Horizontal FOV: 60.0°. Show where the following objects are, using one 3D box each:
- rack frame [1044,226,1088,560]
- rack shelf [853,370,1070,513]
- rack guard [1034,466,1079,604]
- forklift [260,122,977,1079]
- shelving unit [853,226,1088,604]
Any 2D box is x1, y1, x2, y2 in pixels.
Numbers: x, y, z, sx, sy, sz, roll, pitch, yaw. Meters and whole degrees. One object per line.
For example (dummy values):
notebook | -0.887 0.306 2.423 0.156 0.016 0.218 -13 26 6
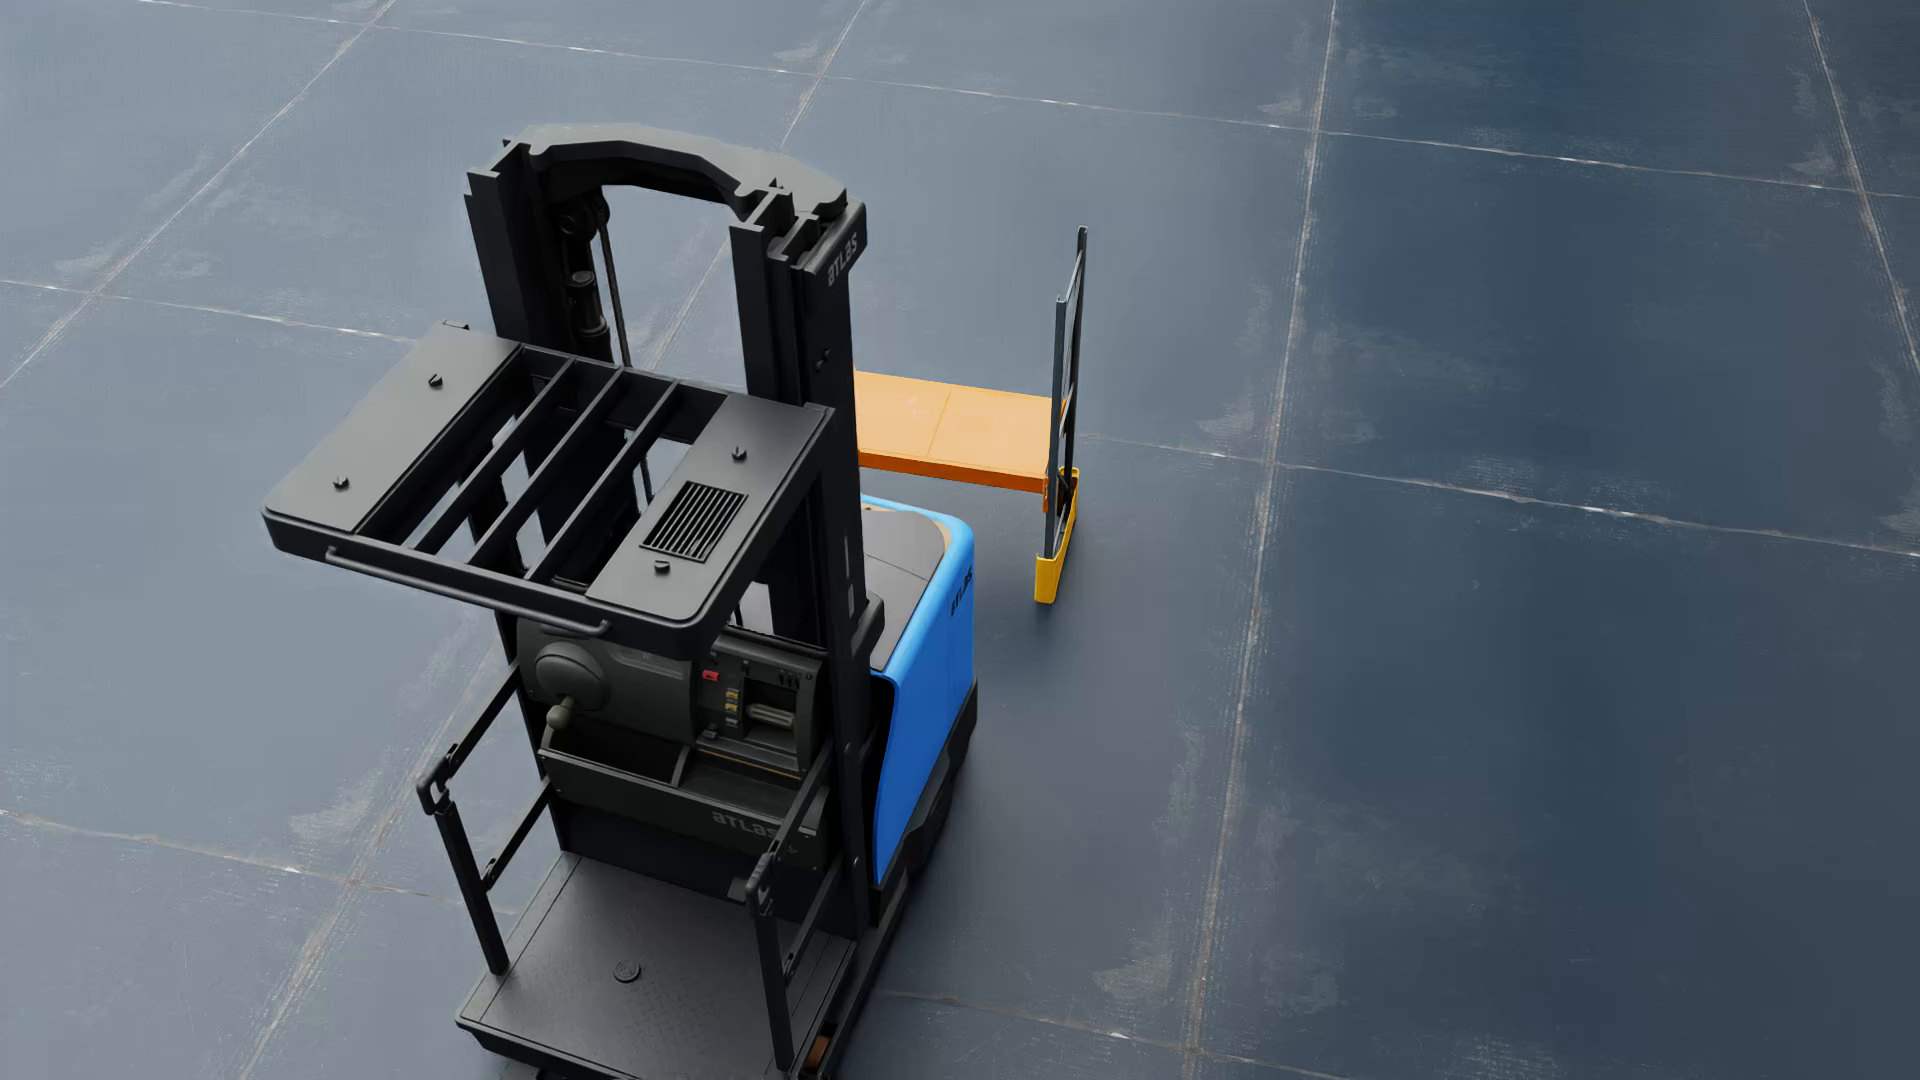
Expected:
rack frame | 0.413 -0.476 6.623 0.032 1.500 0.500 9 45 9
rack shelf | -0.083 -0.424 6.828 1.000 0.185 0.538 9 45 9
rack guard | 0.412 -0.026 7.057 0.087 0.250 0.587 9 45 9
forklift | -0.906 0.502 4.575 1.130 2.935 3.031 14 46 14
shelving unit | -0.074 -0.552 6.702 1.083 1.500 0.587 9 45 9
